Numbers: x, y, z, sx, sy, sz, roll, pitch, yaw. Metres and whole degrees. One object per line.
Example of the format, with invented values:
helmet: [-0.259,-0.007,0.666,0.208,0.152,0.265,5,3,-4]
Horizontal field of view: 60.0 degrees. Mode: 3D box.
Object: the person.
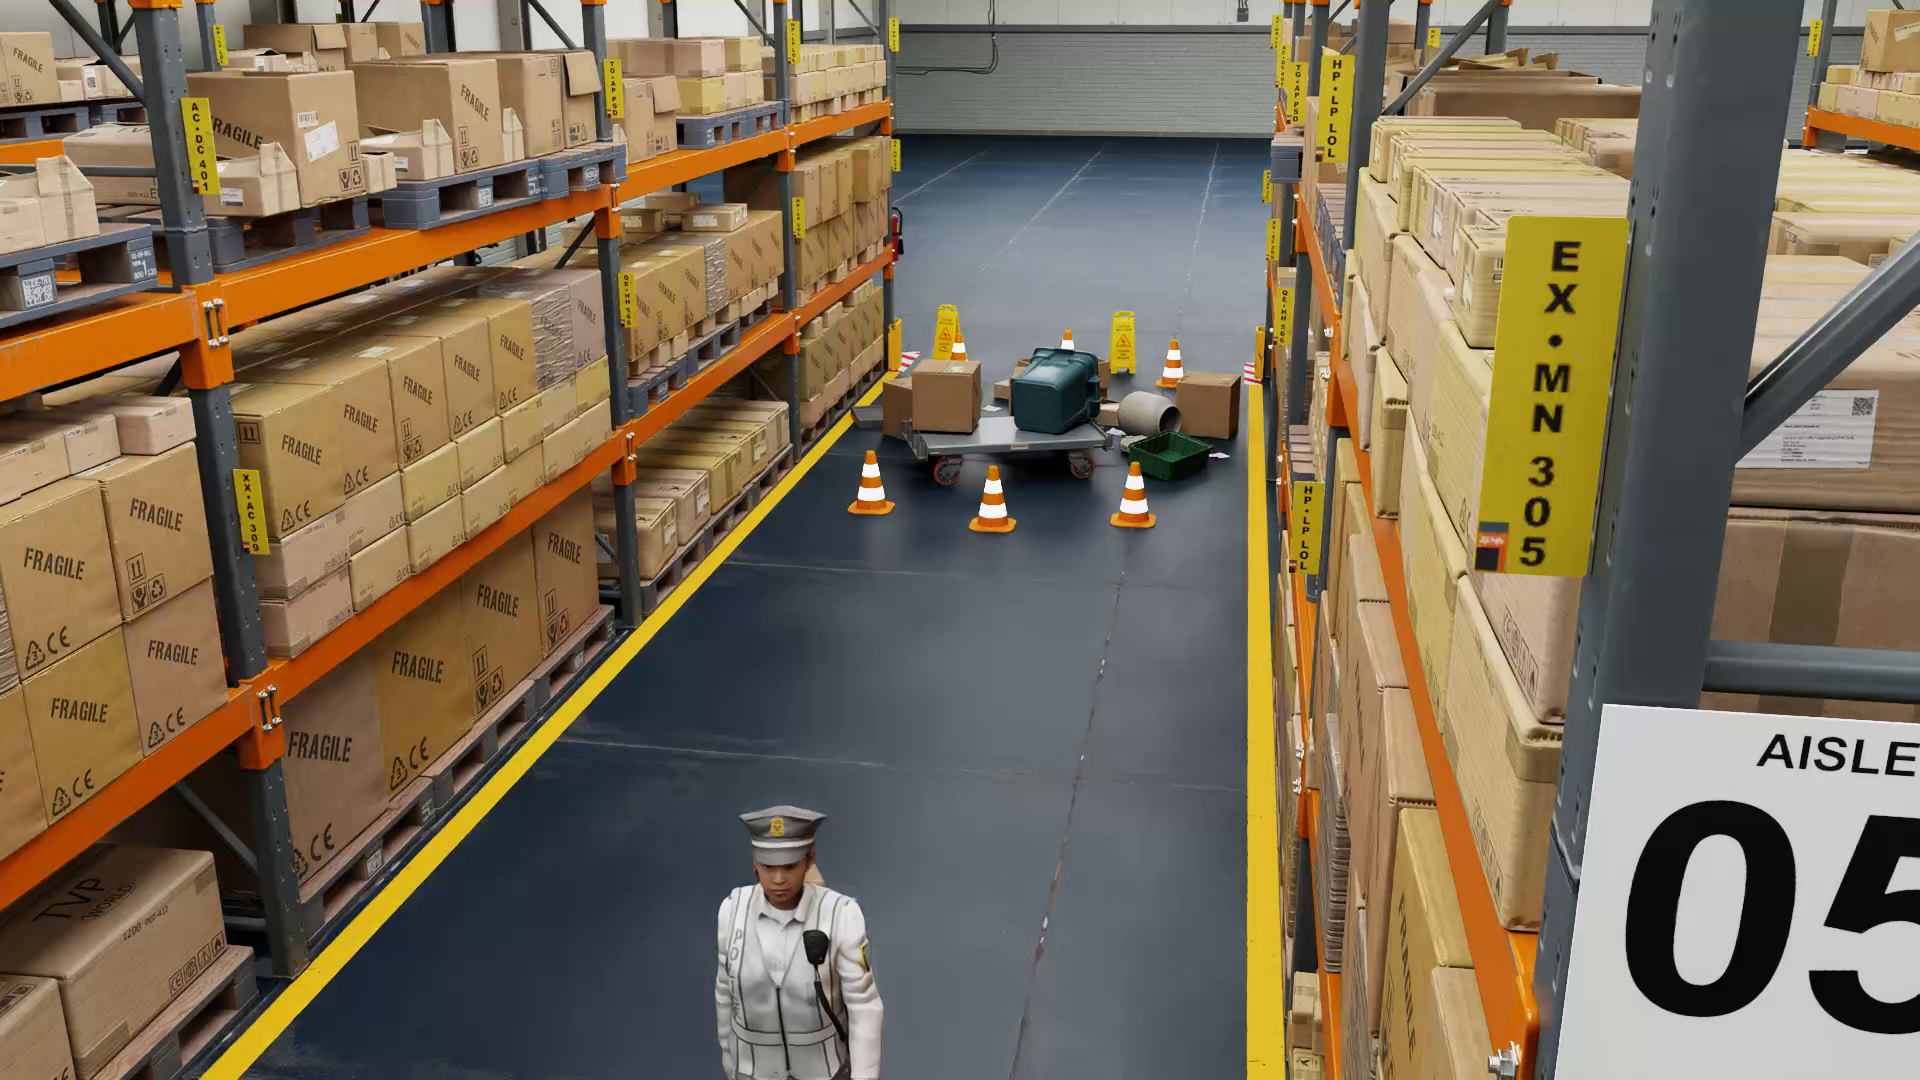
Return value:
person: [-0.469,1.536,4.739,0.508,1.636,0.977,0,18,0]
